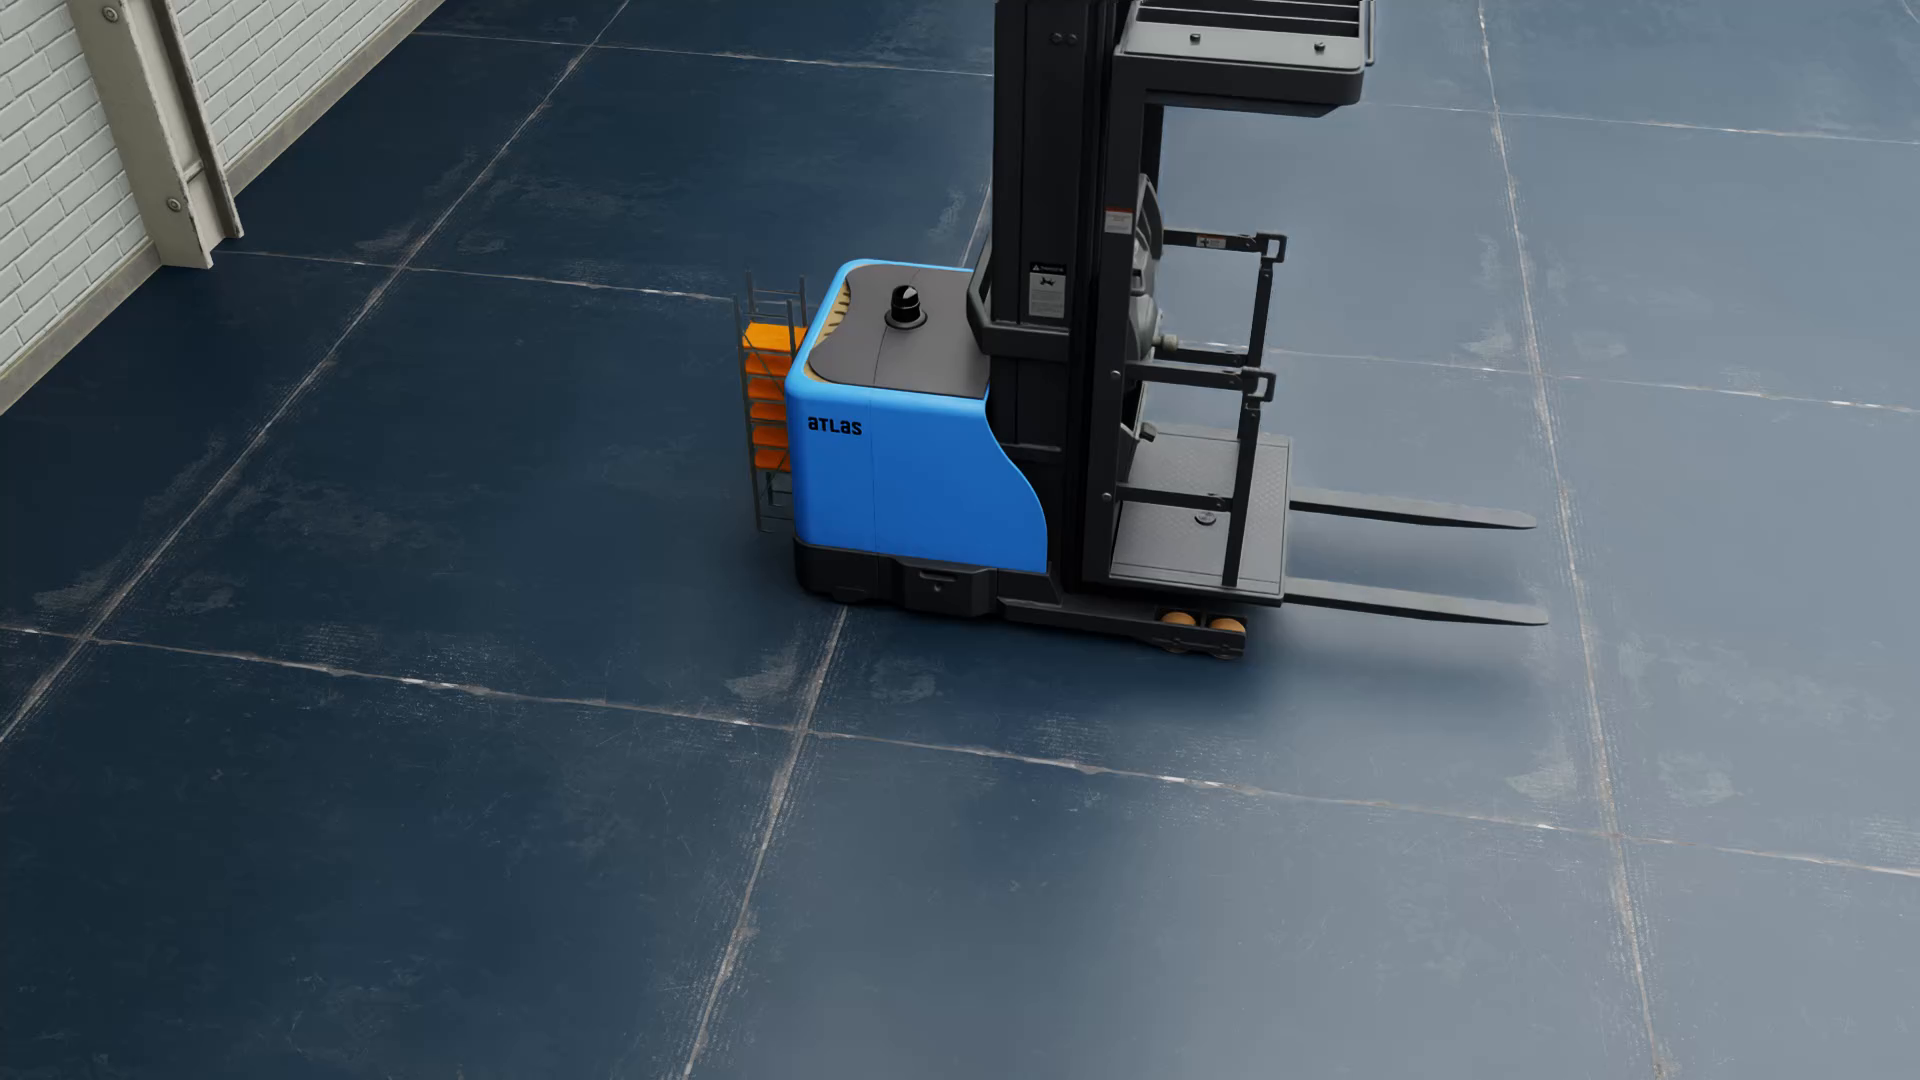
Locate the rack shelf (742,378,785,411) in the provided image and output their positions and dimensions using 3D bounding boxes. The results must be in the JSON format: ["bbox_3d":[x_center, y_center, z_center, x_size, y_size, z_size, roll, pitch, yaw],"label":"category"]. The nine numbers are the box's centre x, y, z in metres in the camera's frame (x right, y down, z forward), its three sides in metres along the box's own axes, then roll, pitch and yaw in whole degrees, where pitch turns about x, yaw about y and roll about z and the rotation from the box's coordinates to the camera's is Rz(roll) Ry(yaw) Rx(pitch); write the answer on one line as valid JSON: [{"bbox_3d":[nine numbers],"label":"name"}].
[{"bbox_3d":[-0.756,-0.605,6.921,0.258,0.103,0.180,7,40,8],"label":"rack shelf"}]

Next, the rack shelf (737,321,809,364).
[{"bbox_3d":[-0.757,-0.791,6.768,0.258,0.103,0.180,7,40,8],"label":"rack shelf"}]

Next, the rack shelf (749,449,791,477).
[{"bbox_3d":[-0.754,-0.328,7.150,0.258,0.103,0.180,7,40,8],"label":"rack shelf"}]

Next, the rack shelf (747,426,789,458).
[{"bbox_3d":[-0.755,-0.420,7.074,0.258,0.103,0.180,7,40,8],"label":"rack shelf"}]

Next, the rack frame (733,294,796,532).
[{"bbox_3d":[-0.773,-0.490,6.900,0.240,1.200,0.006,7,40,8],"label":"rack frame"}]

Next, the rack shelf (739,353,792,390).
[{"bbox_3d":[-0.757,-0.698,6.845,0.258,0.103,0.180,7,40,8],"label":"rack shelf"}]

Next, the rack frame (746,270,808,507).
[{"bbox_3d":[-0.738,-0.604,7.038,0.240,1.200,0.006,7,40,8],"label":"rack frame"}]

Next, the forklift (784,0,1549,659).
[{"bbox_3d":[0.881,-1.022,6.186,3.031,2.935,1.130,7,40,8],"label":"forklift"}]

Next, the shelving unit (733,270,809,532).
[{"bbox_3d":[-0.756,-0.547,6.969,0.258,1.200,0.189,7,40,8],"label":"shelving unit"}]

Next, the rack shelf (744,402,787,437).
[{"bbox_3d":[-0.755,-0.513,6.997,0.258,0.103,0.180,7,40,8],"label":"rack shelf"}]

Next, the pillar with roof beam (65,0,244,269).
[{"bbox_3d":[0.041,-4.607,5.760,9.100,9.000,0.400,6,40,8],"label":"pillar with roof beam"}]
